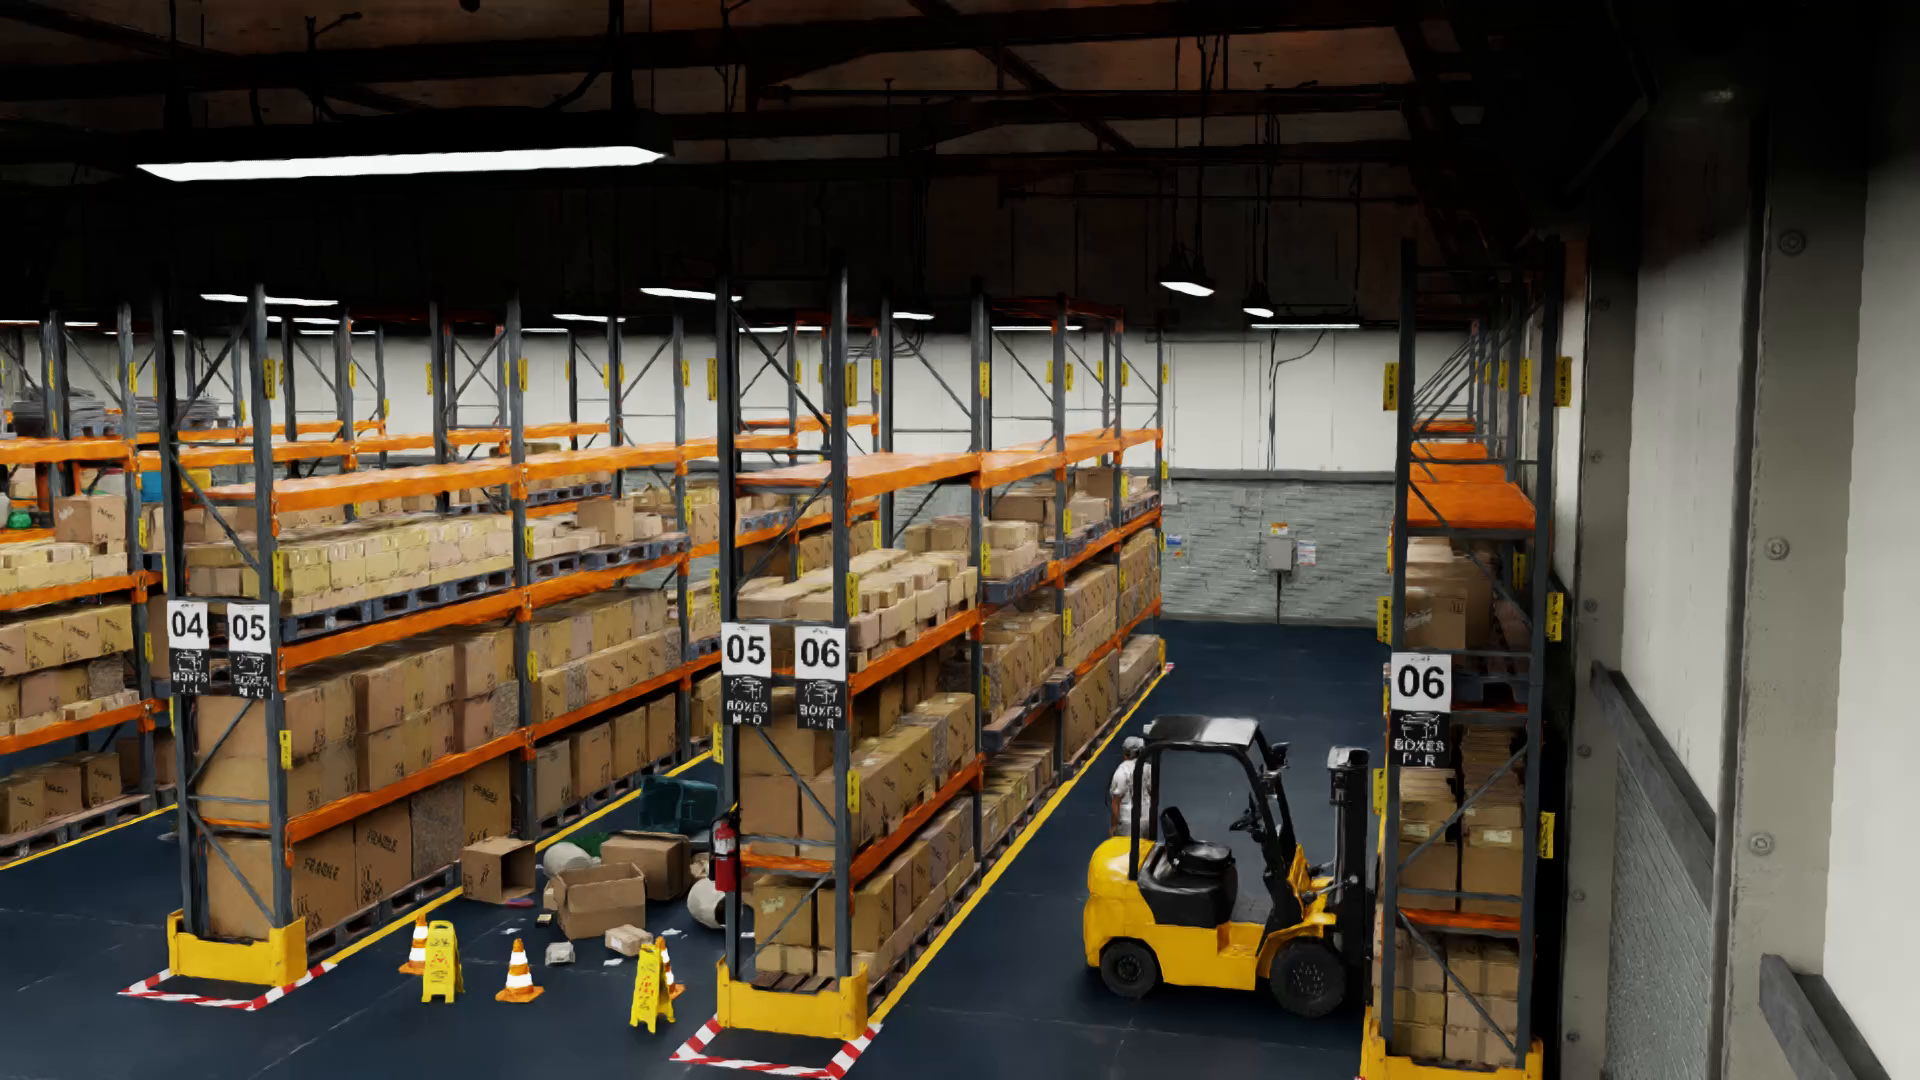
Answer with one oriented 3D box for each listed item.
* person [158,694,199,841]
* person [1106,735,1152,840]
[{"bbox_3d":[-8.209,2.482,18.167,0.588,1.505,1.193,1,6,13],"label":"person"},{"bbox_3d":[1.610,2.670,15.732,0.598,1.659,0.556,-6,8,-43],"label":"person"}]
